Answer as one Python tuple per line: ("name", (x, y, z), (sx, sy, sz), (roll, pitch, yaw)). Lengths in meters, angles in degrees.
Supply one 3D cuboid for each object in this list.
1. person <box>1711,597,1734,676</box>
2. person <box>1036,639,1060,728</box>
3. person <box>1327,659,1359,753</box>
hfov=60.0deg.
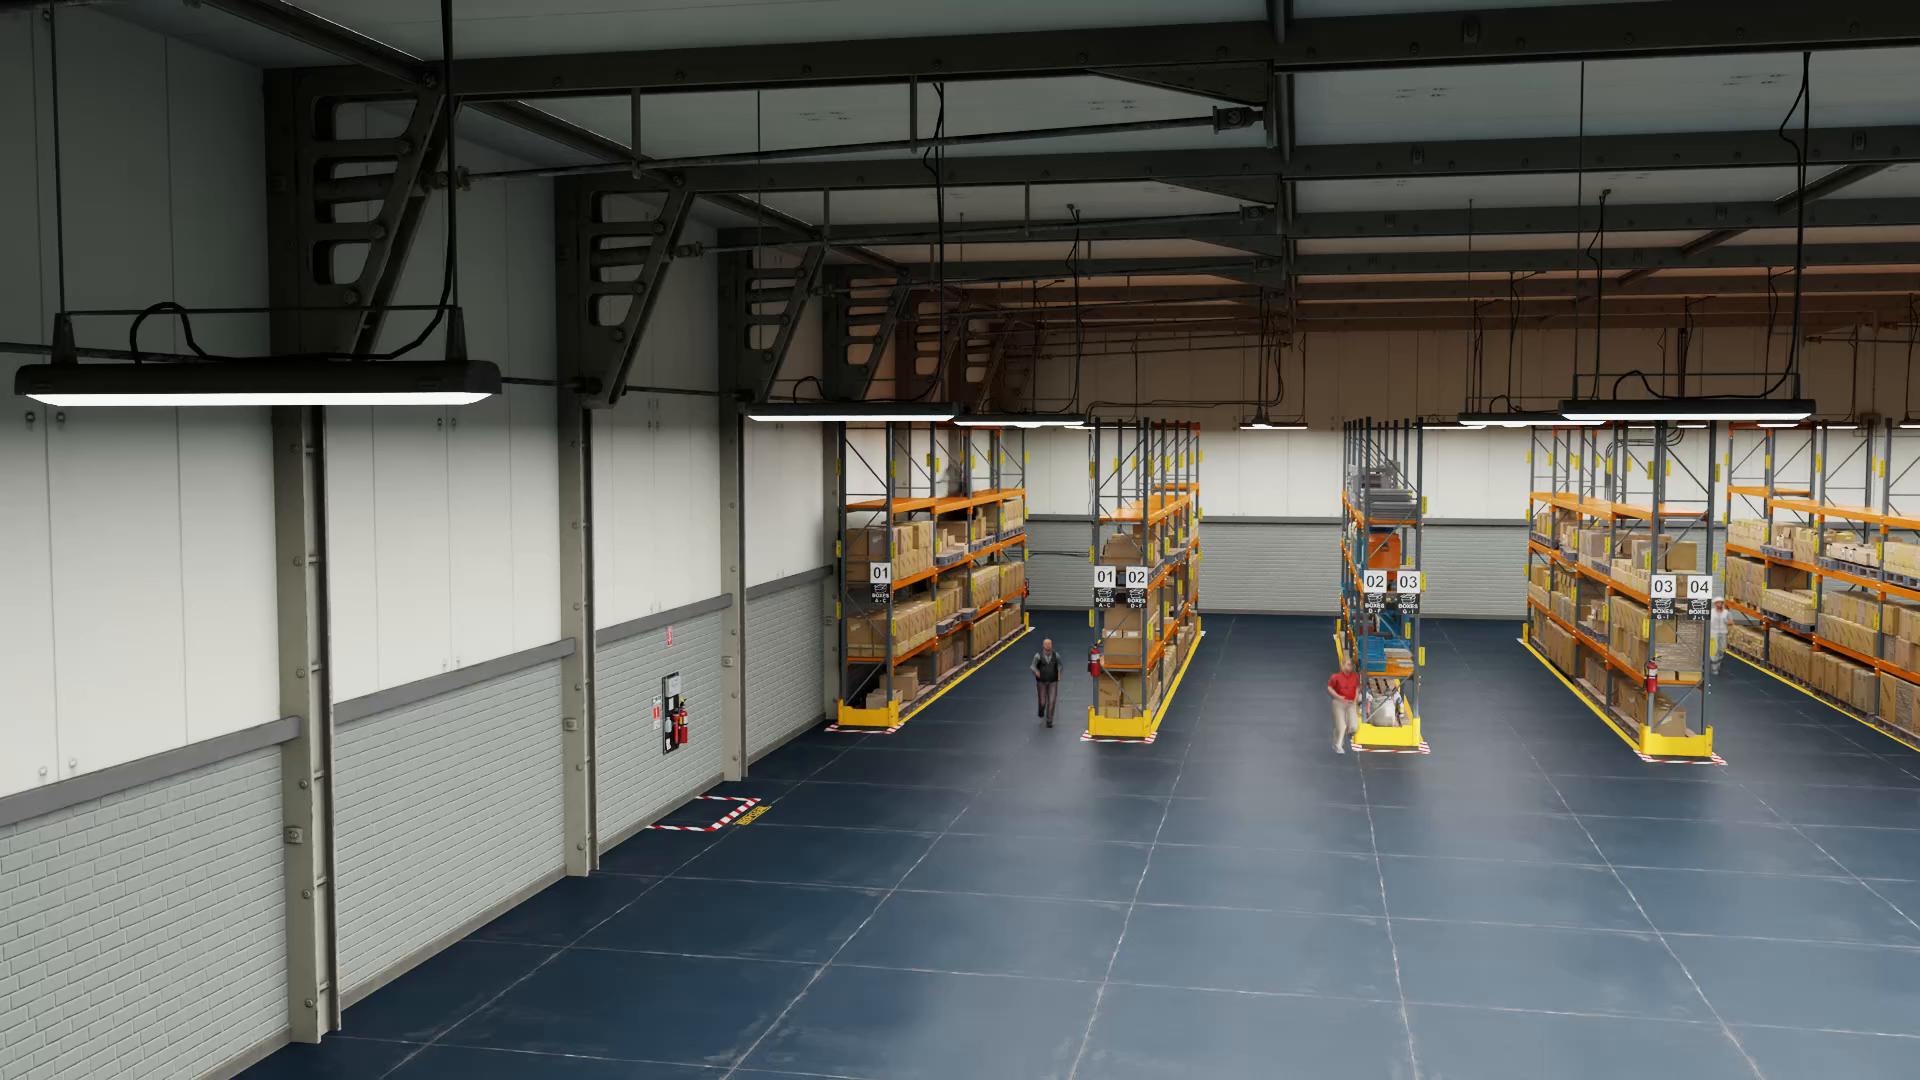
("person", (17.954, 2.260, 39.383), (0.654, 1.833, 0.835), (1, 4, 13))
("person", (1.707, 2.776, 32.359), (0.538, 1.680, 0.832), (0, 4, -2))
("person", (6.905, 2.968, 29.723), (0.684, 1.684, 0.570), (-1, 4, -20))
